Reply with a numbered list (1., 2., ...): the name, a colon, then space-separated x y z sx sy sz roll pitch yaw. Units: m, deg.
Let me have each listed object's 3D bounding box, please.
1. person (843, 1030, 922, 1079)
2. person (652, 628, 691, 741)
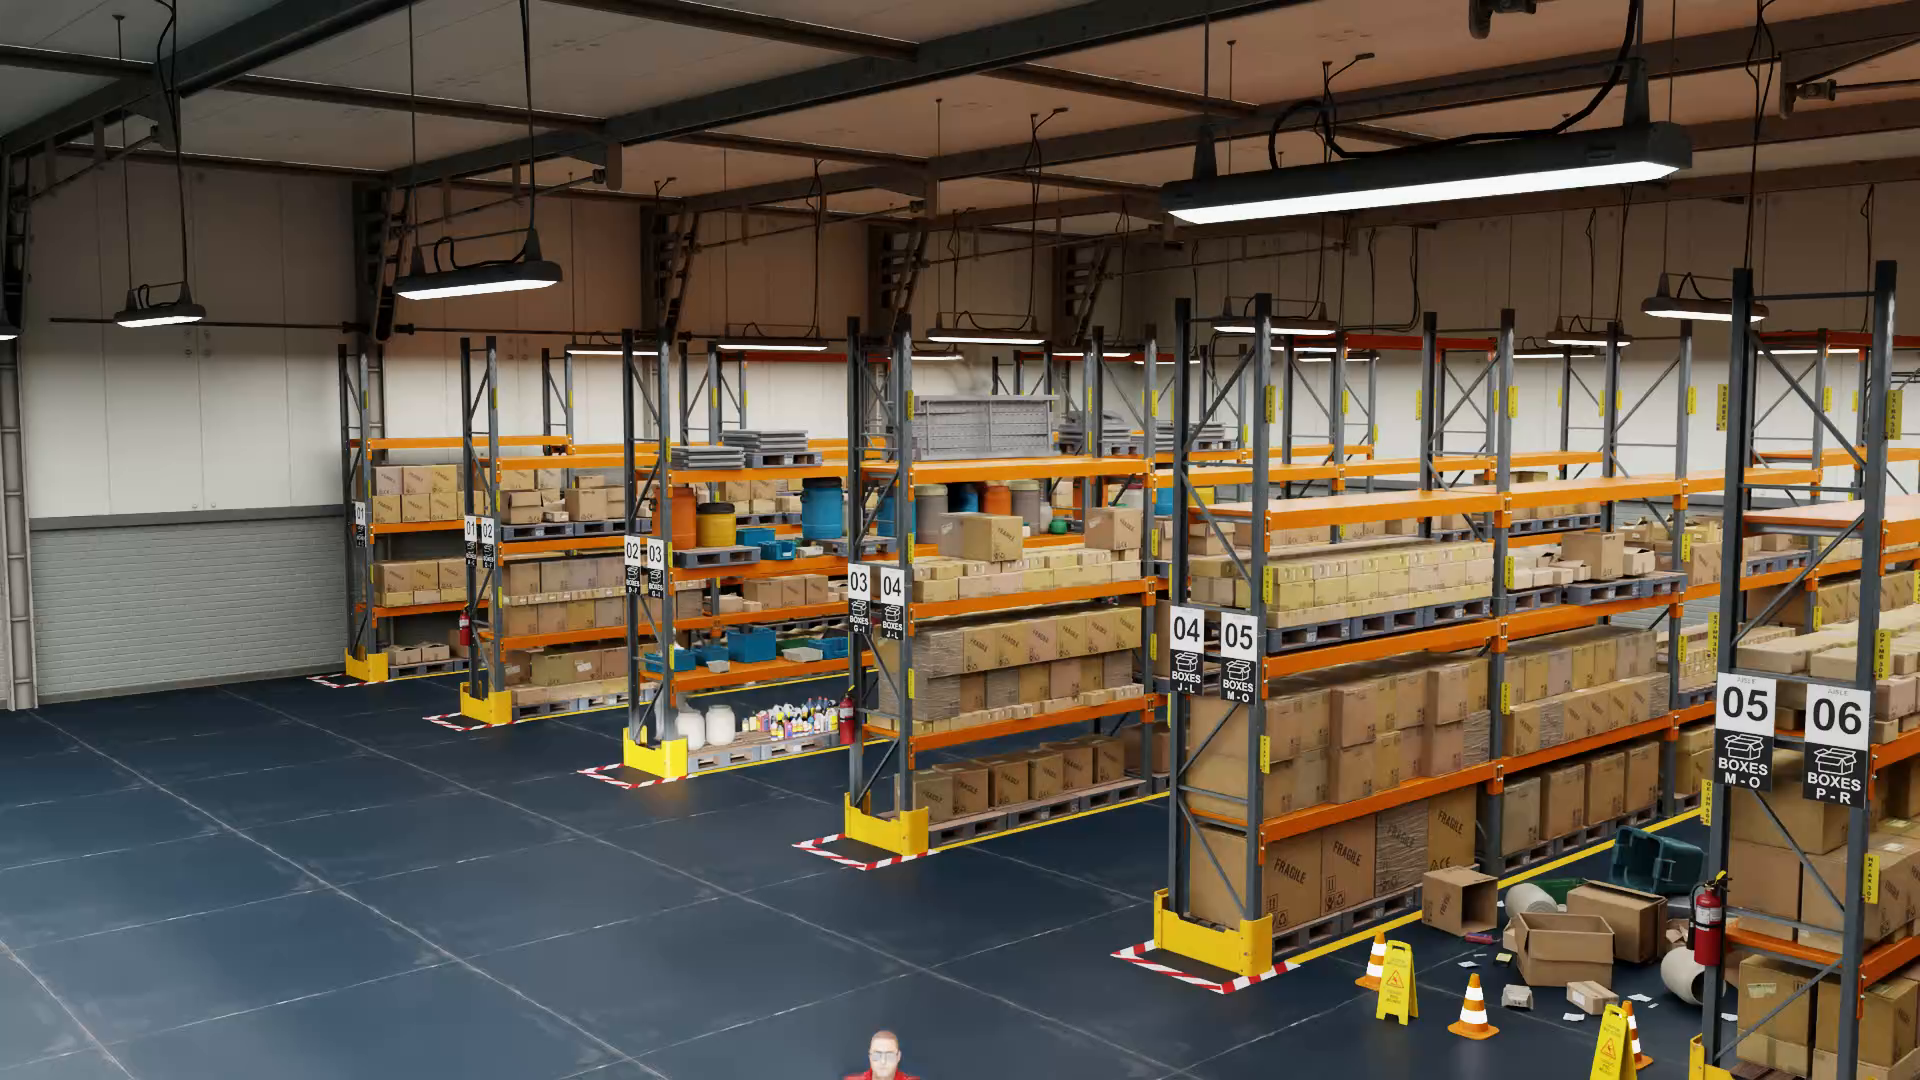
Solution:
1. person: -0.414 3.504 9.028 0.674 1.690 0.921 0 5 0
2. person: -4.244 2.146 24.706 0.754 1.738 0.574 -5 7 -42
